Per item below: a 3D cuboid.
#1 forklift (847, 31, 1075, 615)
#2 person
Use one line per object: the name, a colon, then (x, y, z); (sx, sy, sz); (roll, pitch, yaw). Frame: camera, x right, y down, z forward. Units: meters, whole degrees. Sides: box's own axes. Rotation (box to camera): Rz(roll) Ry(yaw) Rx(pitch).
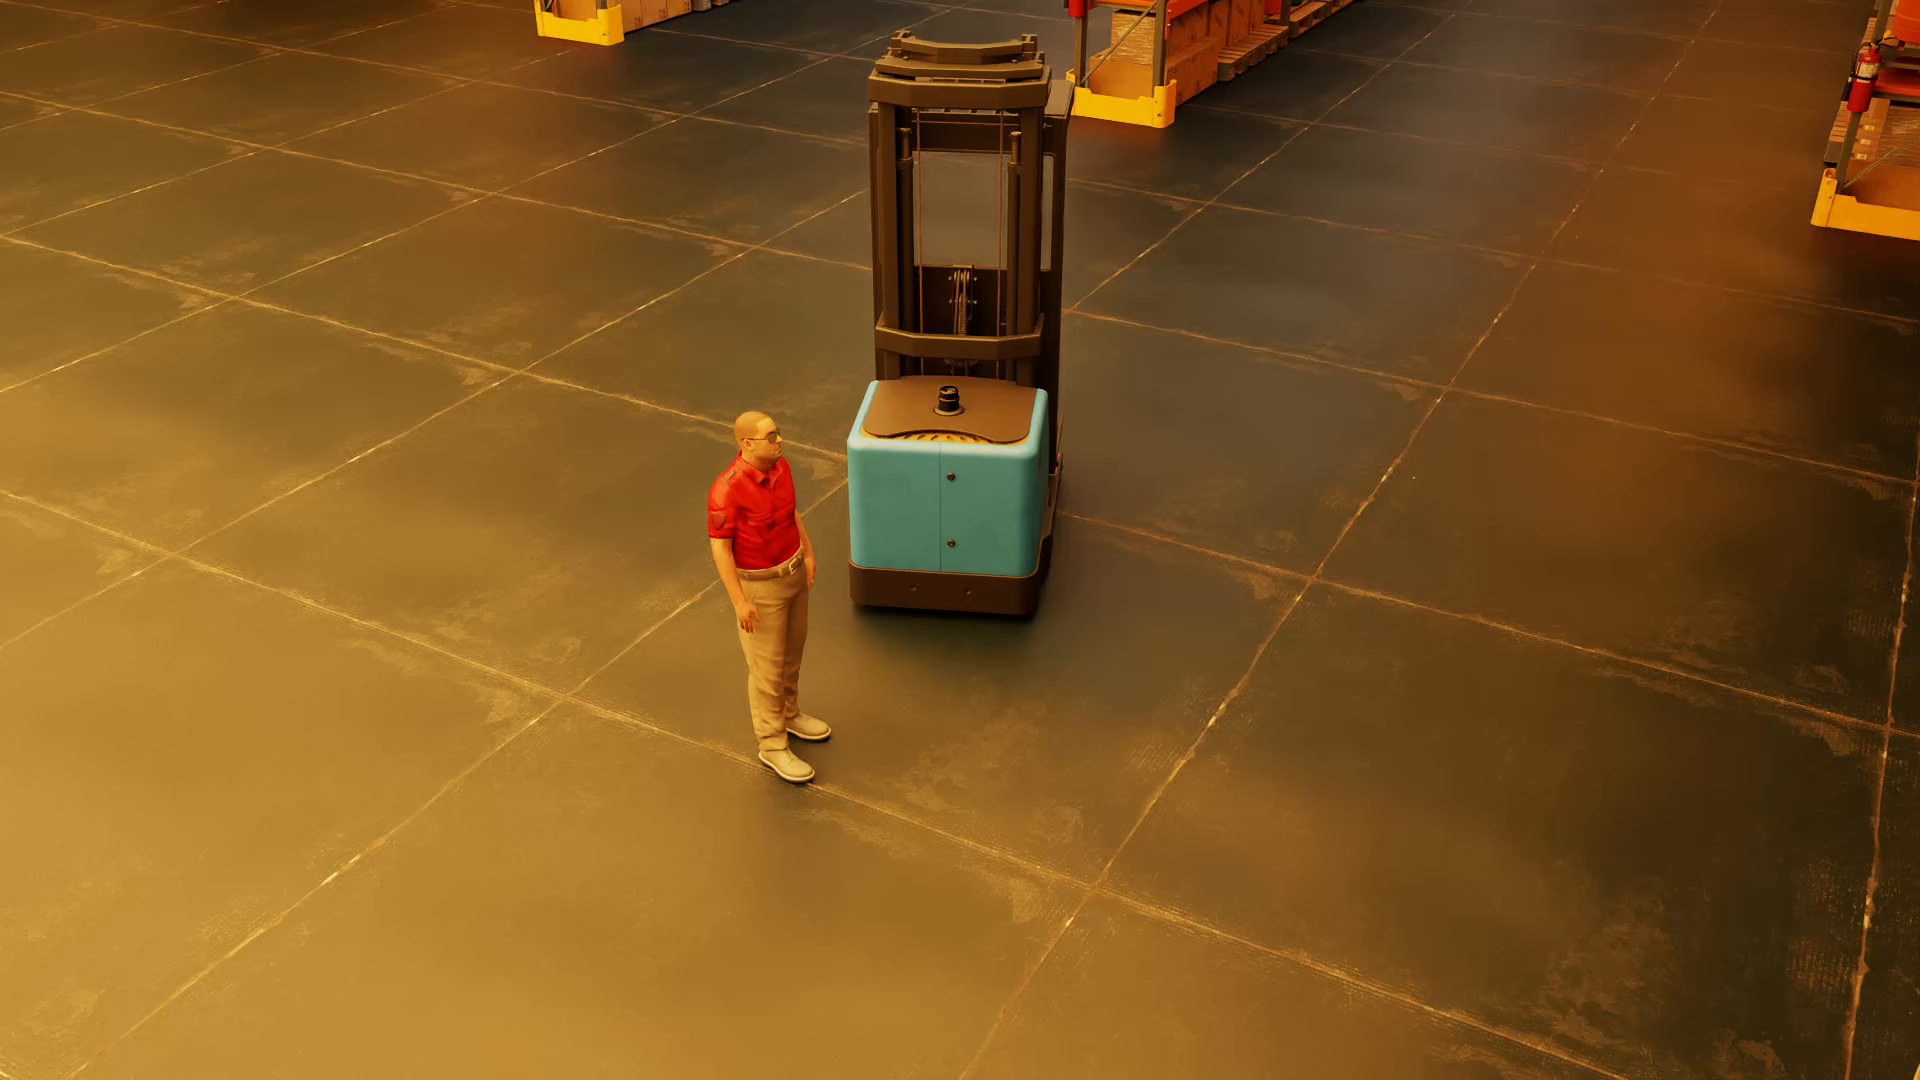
forklift: (0.072, -1.572, 9.794); (1.130, 2.935, 3.031); (3, 30, 6)
person: (-0.827, 0.230, 7.860); (0.550, 1.728, 0.643); (15, 33, 24)
